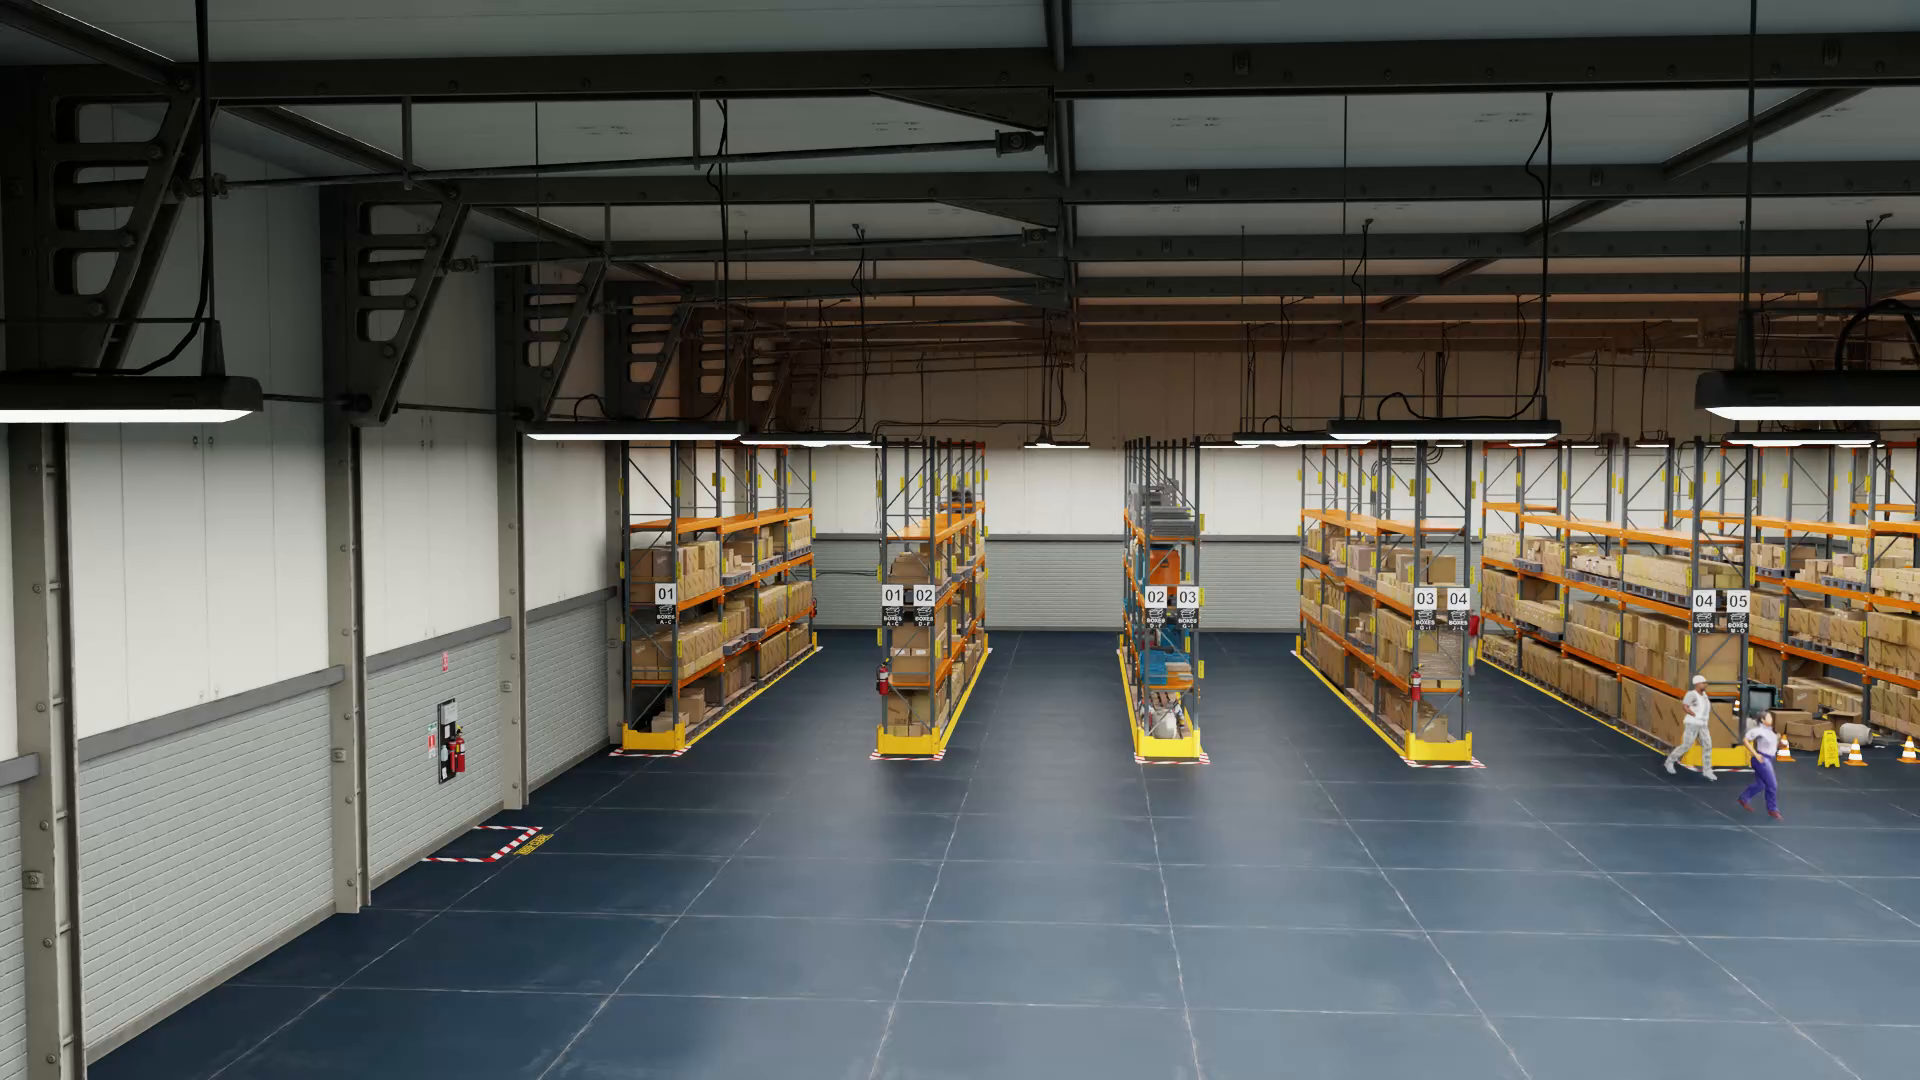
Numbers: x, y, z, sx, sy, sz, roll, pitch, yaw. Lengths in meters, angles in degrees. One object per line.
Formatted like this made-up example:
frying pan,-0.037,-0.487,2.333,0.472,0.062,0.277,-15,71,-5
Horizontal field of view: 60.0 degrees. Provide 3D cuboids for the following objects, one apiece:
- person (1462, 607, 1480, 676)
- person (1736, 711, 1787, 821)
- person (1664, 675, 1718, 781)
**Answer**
person,13.101,2.577,42.854,0.685,1.747,1.032,0,3,-1
person,12.561,3.552,26.031,0.760,1.602,0.595,3,4,41
person,12.960,3.265,29.191,0.741,1.777,0.945,-2,4,-34
